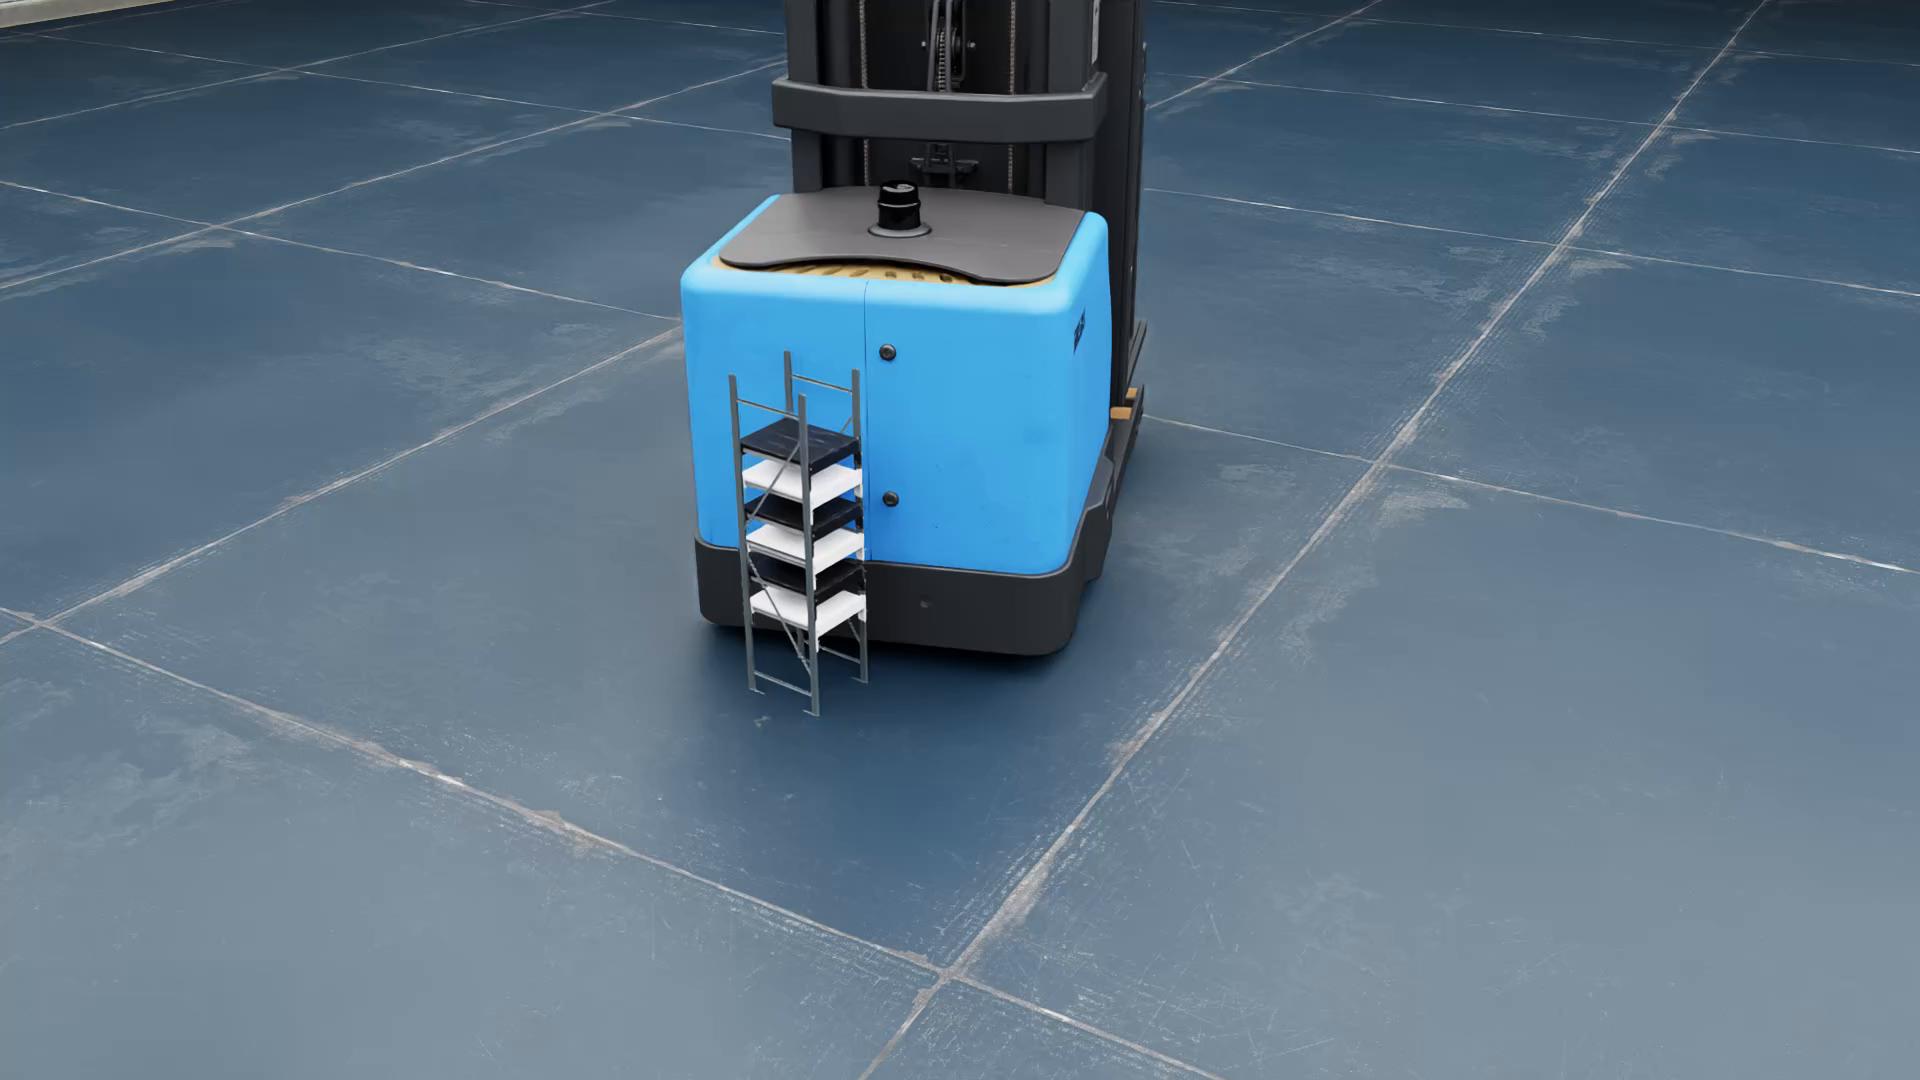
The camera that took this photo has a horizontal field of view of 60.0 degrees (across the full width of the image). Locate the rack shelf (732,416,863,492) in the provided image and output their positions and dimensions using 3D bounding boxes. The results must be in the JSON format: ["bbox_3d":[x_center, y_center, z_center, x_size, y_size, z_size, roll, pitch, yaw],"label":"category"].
[{"bbox_3d":[-0.405,-0.219,4.154,0.258,0.077,0.200,18,32,31],"label":"rack shelf"}]

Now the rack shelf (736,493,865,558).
[{"bbox_3d":[-0.405,-0.058,4.234,0.258,0.077,0.200,18,32,31],"label":"rack shelf"}]

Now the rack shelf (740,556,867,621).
[{"bbox_3d":[-0.405,0.103,4.315,0.258,0.077,0.200,18,32,31],"label":"rack shelf"}]

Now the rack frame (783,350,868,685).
[{"bbox_3d":[-0.347,-0.045,4.334,0.240,0.900,0.006,18,32,31],"label":"rack frame"}]

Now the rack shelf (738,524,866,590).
[{"bbox_3d":[-0.405,0.022,4.275,0.258,0.077,0.200,18,32,31],"label":"rack shelf"}]

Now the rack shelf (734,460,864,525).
[{"bbox_3d":[-0.405,-0.139,4.194,0.258,0.077,0.200,18,32,31],"label":"rack shelf"}]

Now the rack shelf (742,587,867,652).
[{"bbox_3d":[-0.406,0.183,4.355,0.258,0.077,0.200,18,32,31],"label":"rack shelf"}]

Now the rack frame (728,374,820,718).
[{"bbox_3d":[-0.464,0.029,4.185,0.240,0.900,0.006,18,32,31],"label":"rack frame"}]

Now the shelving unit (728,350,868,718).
[{"bbox_3d":[-0.405,-0.008,4.260,0.258,0.900,0.210,18,32,31],"label":"shelving unit"}]

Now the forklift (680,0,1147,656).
[{"bbox_3d":[0.058,-1.636,5.245,1.130,2.935,3.031,5,27,10],"label":"forklift"}]
